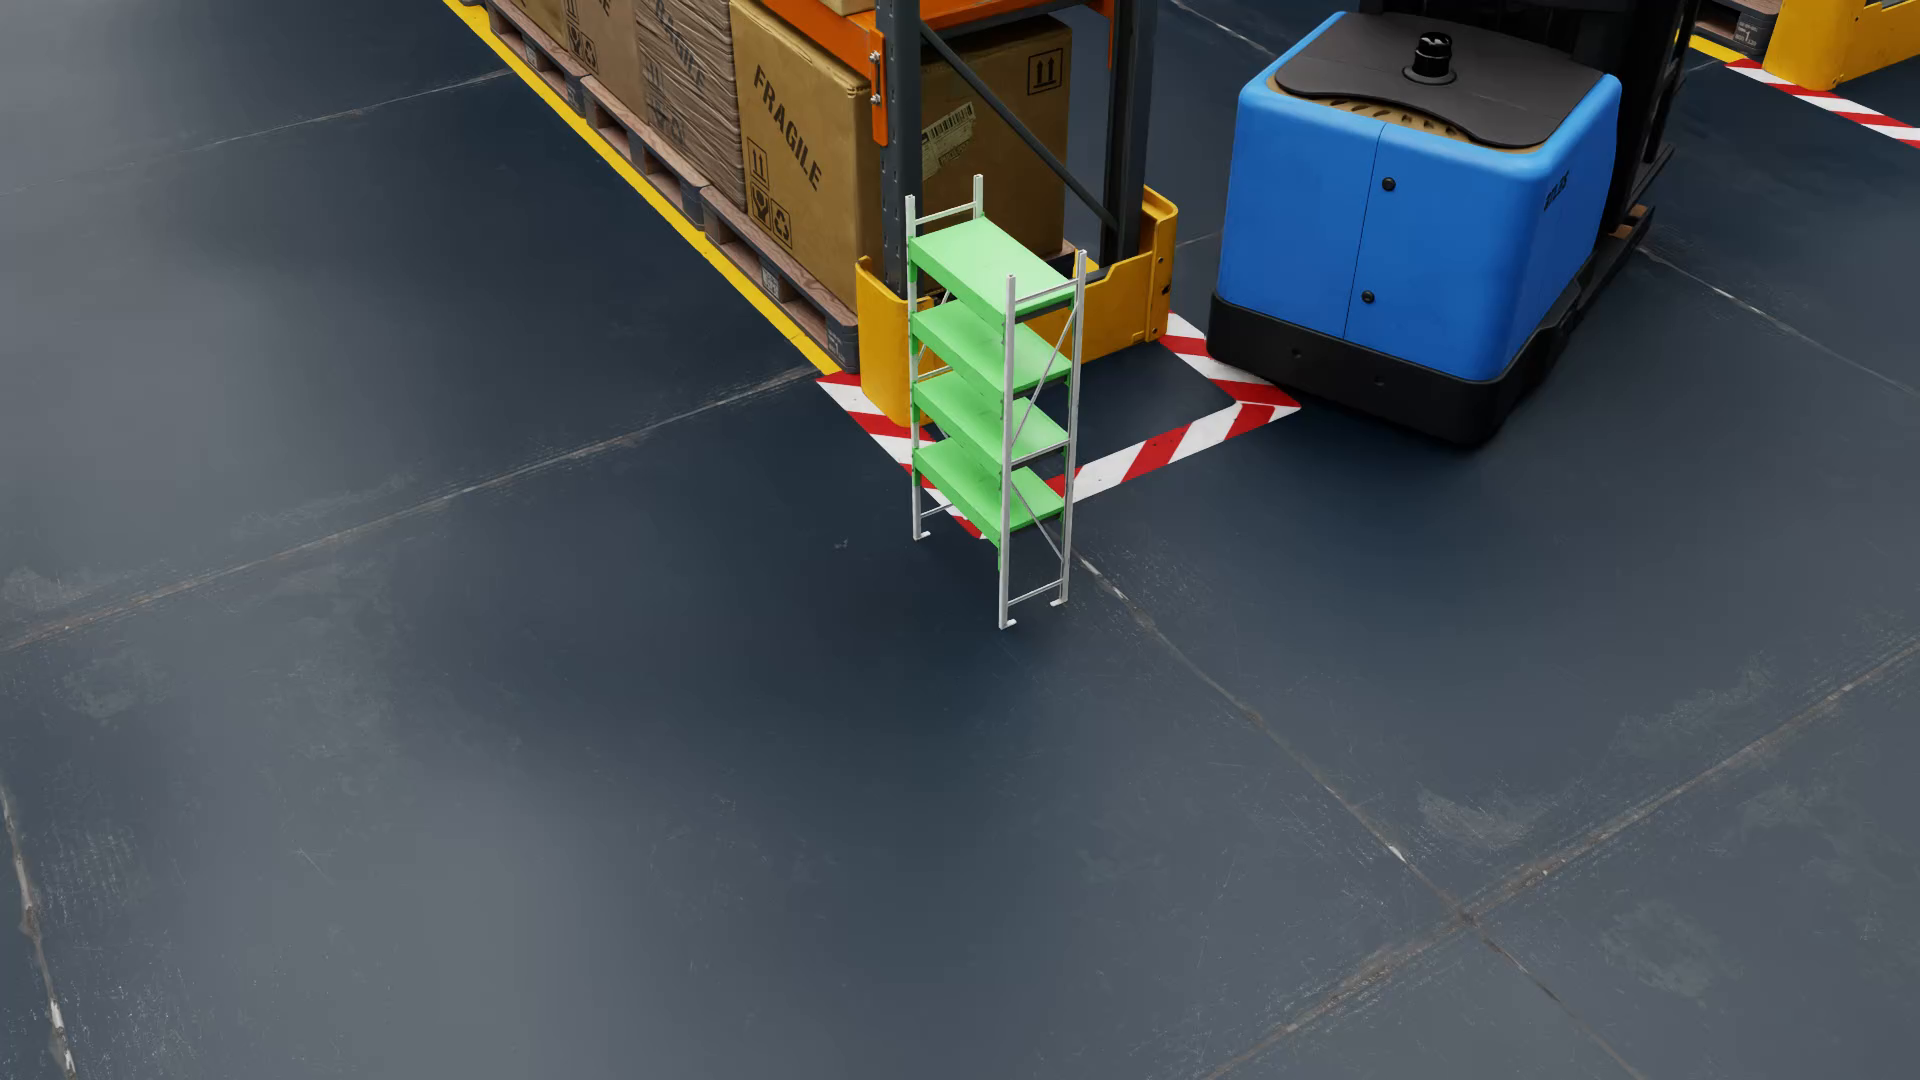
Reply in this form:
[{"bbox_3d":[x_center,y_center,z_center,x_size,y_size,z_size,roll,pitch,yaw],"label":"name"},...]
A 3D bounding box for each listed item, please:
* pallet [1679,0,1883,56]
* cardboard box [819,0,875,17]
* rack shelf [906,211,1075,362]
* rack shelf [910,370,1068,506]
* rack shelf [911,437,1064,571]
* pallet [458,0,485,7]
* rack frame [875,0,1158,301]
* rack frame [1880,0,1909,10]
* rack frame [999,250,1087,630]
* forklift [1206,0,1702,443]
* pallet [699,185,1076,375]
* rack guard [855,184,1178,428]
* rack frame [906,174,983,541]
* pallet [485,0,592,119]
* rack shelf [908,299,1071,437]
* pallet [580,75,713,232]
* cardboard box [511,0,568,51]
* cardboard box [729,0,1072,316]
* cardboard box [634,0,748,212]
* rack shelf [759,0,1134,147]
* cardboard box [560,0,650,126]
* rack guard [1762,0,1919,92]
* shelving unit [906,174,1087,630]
[{"bbox_3d":[3.962,-2.919,8.588,1.003,0.211,1.213,-22,45,-24],"label":"pallet"},{"bbox_3d":[-0.272,-1.809,5.274,0.380,0.149,0.250,-21,44,-24],"label":"cardboard box"},{"bbox_3d":[0.089,-0.691,4.492,0.258,0.148,0.480,-22,45,-24],"label":"rack shelf"},{"bbox_3d":[0.089,-0.322,4.799,0.258,0.148,0.480,-22,45,-24],"label":"rack shelf"},{"bbox_3d":[0.089,-0.138,4.953,0.258,0.148,0.480,-22,45,-24],"label":"rack shelf"},{"bbox_3d":[-2.433,-3.305,9.052,1.003,0.211,1.213,-22,45,-24],"label":"pallet"},{"bbox_3d":[0.197,-1.827,5.099,1.000,3.000,0.127,-22,45,-24],"label":"rack frame"},{"bbox_3d":[4.373,-3.532,7.145,1.000,3.000,0.127,-22,45,-24],"label":"rack frame"},{"bbox_3d":[0.220,-0.240,4.601,0.240,1.200,0.015,-22,45,-24],"label":"rack frame"},{"bbox_3d":[2.117,-2.357,5.789,1.130,2.935,3.031,23,45,25],"label":"forklift"},{"bbox_3d":[-0.299,-1.160,6.478,1.003,0.211,1.213,-22,45,-24],"label":"pallet"},{"bbox_3d":[0.210,-0.854,5.884,1.175,0.500,0.348,-22,45,-24],"label":"rack guard"},{"bbox_3d":[-0.042,-0.503,4.917,0.240,1.200,0.015,-22,45,-24],"label":"rack frame"},{"bbox_3d":[-1.611,-2.477,8.058,1.003,0.211,1.213,-22,45,-24],"label":"pallet"},{"bbox_3d":[0.089,-0.507,4.646,0.258,0.148,0.480,-22,45,-24],"label":"rack shelf"},{"bbox_3d":[-0.951,-1.818,7.267,1.003,0.211,1.213,-22,45,-24],"label":"pallet"},{"bbox_3d":[-1.667,-2.947,7.775,0.875,0.875,0.875,-22,45,-24],"label":"cardboard box"},{"bbox_3d":[-0.215,-1.490,6.027,0.875,0.875,0.875,-22,45,-24],"label":"cardboard box"},{"bbox_3d":[-0.704,-1.981,6.616,0.875,0.875,0.875,-22,45,-24],"label":"cardboard box"},{"bbox_3d":[-0.879,-2.630,6.625,1.077,0.370,4.000,-22,45,-24],"label":"rack shelf"},{"bbox_3d":[-1.183,-2.462,7.193,0.875,0.875,0.875,-22,45,-24],"label":"cardboard box"},{"bbox_3d":[4.397,-2.563,7.935,1.175,0.500,0.348,-22,45,-24],"label":"rack guard"},{"bbox_3d":[0.089,-0.372,4.759,0.258,1.200,0.503,-22,45,-24],"label":"shelving unit"}]
